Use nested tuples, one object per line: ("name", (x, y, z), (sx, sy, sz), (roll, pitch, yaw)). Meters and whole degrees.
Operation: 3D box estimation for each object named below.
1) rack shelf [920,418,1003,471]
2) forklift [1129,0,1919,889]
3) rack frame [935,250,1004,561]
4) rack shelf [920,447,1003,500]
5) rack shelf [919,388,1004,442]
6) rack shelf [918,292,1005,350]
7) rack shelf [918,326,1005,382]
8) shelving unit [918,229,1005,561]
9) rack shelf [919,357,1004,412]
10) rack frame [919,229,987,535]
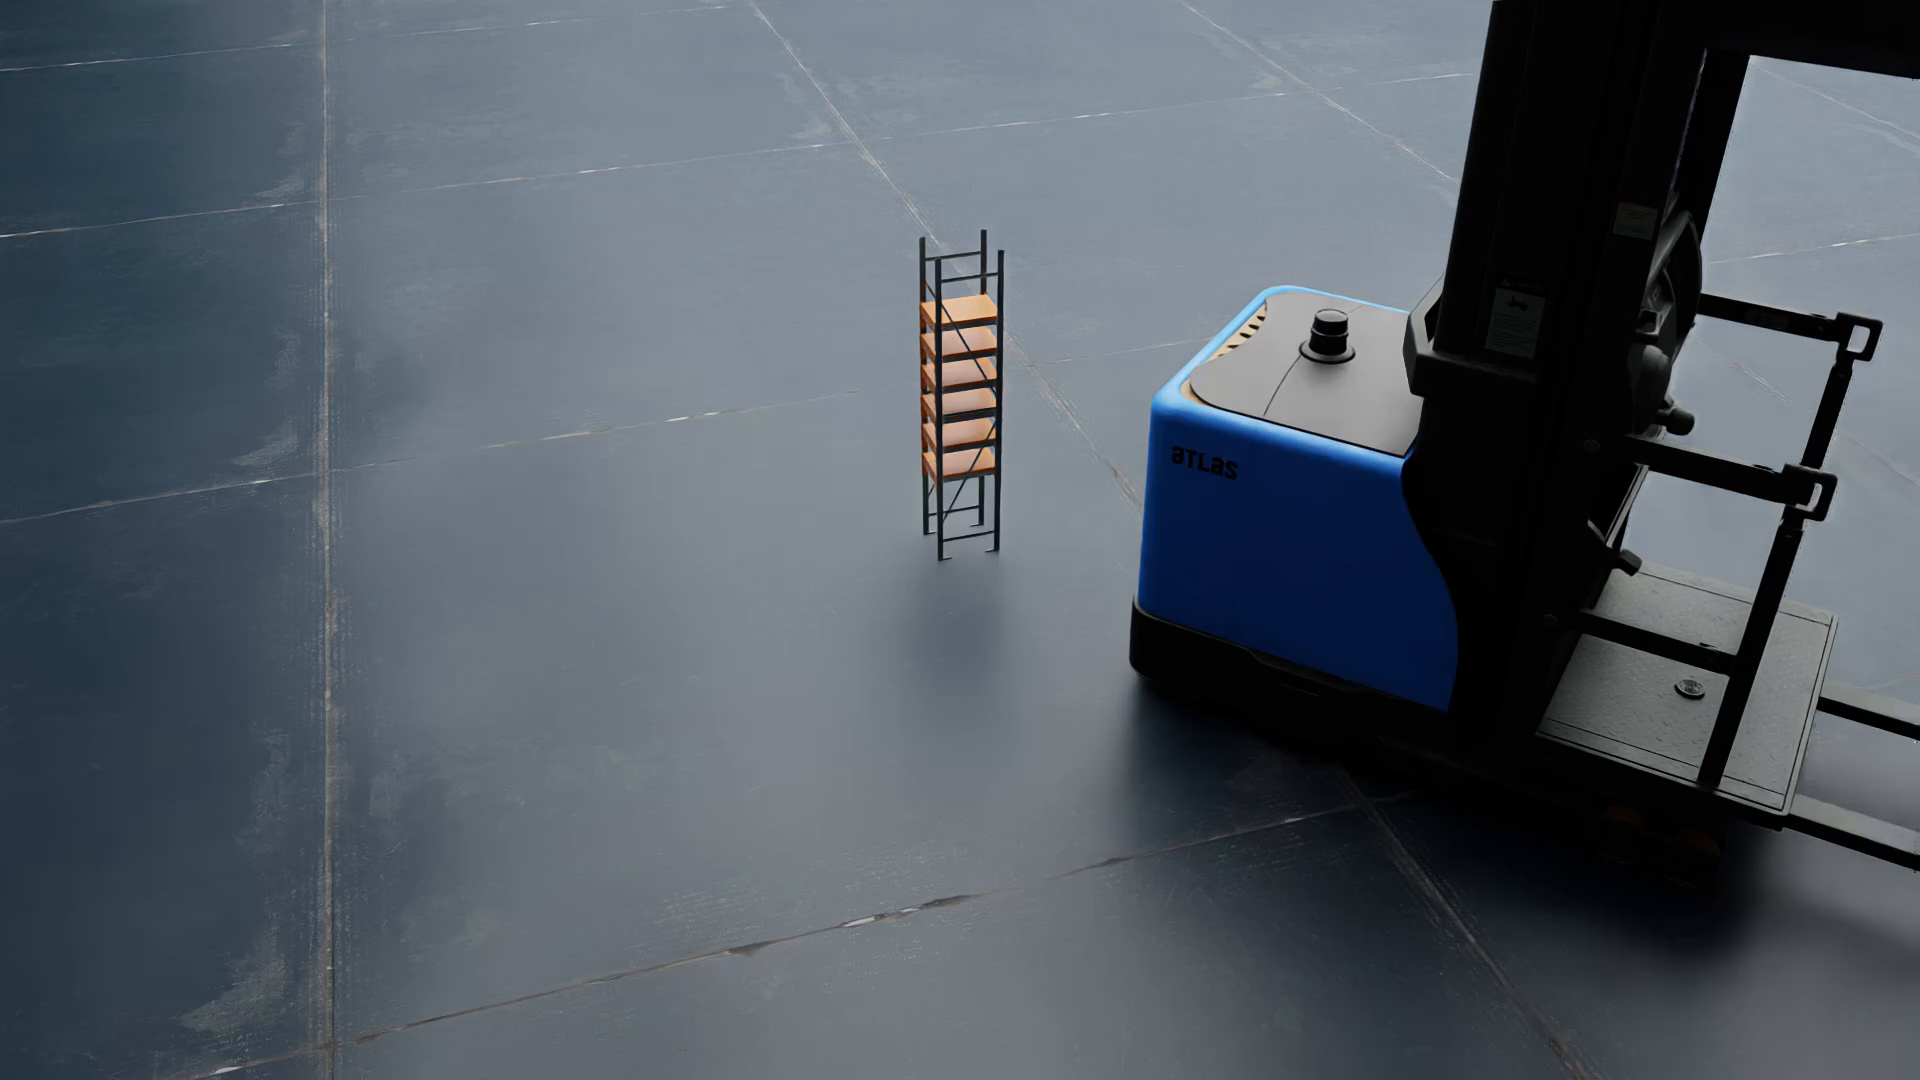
("rack shelf", (0.004, -0.356, 5.998), (0.258, 0.103, 0.180), (-10, 35, -15))
("forklift", (2.091, -0.567, 4.449), (3.031, 2.935, 1.130), (18, 38, 25))
("rack frame", (0.032, -0.445, 5.835), (0.240, 1.200, 0.006), (-10, 35, -15))
("rack shelf", (0.004, -0.256, 6.065), (0.258, 0.103, 0.180), (-10, 35, -15))
("rack shelf", (0.004, -0.456, 5.932), (0.258, 0.103, 0.180), (-10, 35, -15))
("rack shelf", (0.004, -0.756, 5.734), (0.258, 0.103, 0.180), (-10, 35, -15))
("rack shelf", (0.004, -0.656, 5.800), (0.258, 0.103, 0.180), (-10, 35, -15))
("shelving unit", (0.004, -0.493, 5.908), (0.258, 1.200, 0.189), (-10, 35, -15))
("rack shelf", (0.004, -0.556, 5.866), (0.258, 0.103, 0.180), (-10, 35, -15))
("rack frame", (-0.023, -0.541, 5.980), (0.240, 1.200, 0.006), (-10, 35, -15))
